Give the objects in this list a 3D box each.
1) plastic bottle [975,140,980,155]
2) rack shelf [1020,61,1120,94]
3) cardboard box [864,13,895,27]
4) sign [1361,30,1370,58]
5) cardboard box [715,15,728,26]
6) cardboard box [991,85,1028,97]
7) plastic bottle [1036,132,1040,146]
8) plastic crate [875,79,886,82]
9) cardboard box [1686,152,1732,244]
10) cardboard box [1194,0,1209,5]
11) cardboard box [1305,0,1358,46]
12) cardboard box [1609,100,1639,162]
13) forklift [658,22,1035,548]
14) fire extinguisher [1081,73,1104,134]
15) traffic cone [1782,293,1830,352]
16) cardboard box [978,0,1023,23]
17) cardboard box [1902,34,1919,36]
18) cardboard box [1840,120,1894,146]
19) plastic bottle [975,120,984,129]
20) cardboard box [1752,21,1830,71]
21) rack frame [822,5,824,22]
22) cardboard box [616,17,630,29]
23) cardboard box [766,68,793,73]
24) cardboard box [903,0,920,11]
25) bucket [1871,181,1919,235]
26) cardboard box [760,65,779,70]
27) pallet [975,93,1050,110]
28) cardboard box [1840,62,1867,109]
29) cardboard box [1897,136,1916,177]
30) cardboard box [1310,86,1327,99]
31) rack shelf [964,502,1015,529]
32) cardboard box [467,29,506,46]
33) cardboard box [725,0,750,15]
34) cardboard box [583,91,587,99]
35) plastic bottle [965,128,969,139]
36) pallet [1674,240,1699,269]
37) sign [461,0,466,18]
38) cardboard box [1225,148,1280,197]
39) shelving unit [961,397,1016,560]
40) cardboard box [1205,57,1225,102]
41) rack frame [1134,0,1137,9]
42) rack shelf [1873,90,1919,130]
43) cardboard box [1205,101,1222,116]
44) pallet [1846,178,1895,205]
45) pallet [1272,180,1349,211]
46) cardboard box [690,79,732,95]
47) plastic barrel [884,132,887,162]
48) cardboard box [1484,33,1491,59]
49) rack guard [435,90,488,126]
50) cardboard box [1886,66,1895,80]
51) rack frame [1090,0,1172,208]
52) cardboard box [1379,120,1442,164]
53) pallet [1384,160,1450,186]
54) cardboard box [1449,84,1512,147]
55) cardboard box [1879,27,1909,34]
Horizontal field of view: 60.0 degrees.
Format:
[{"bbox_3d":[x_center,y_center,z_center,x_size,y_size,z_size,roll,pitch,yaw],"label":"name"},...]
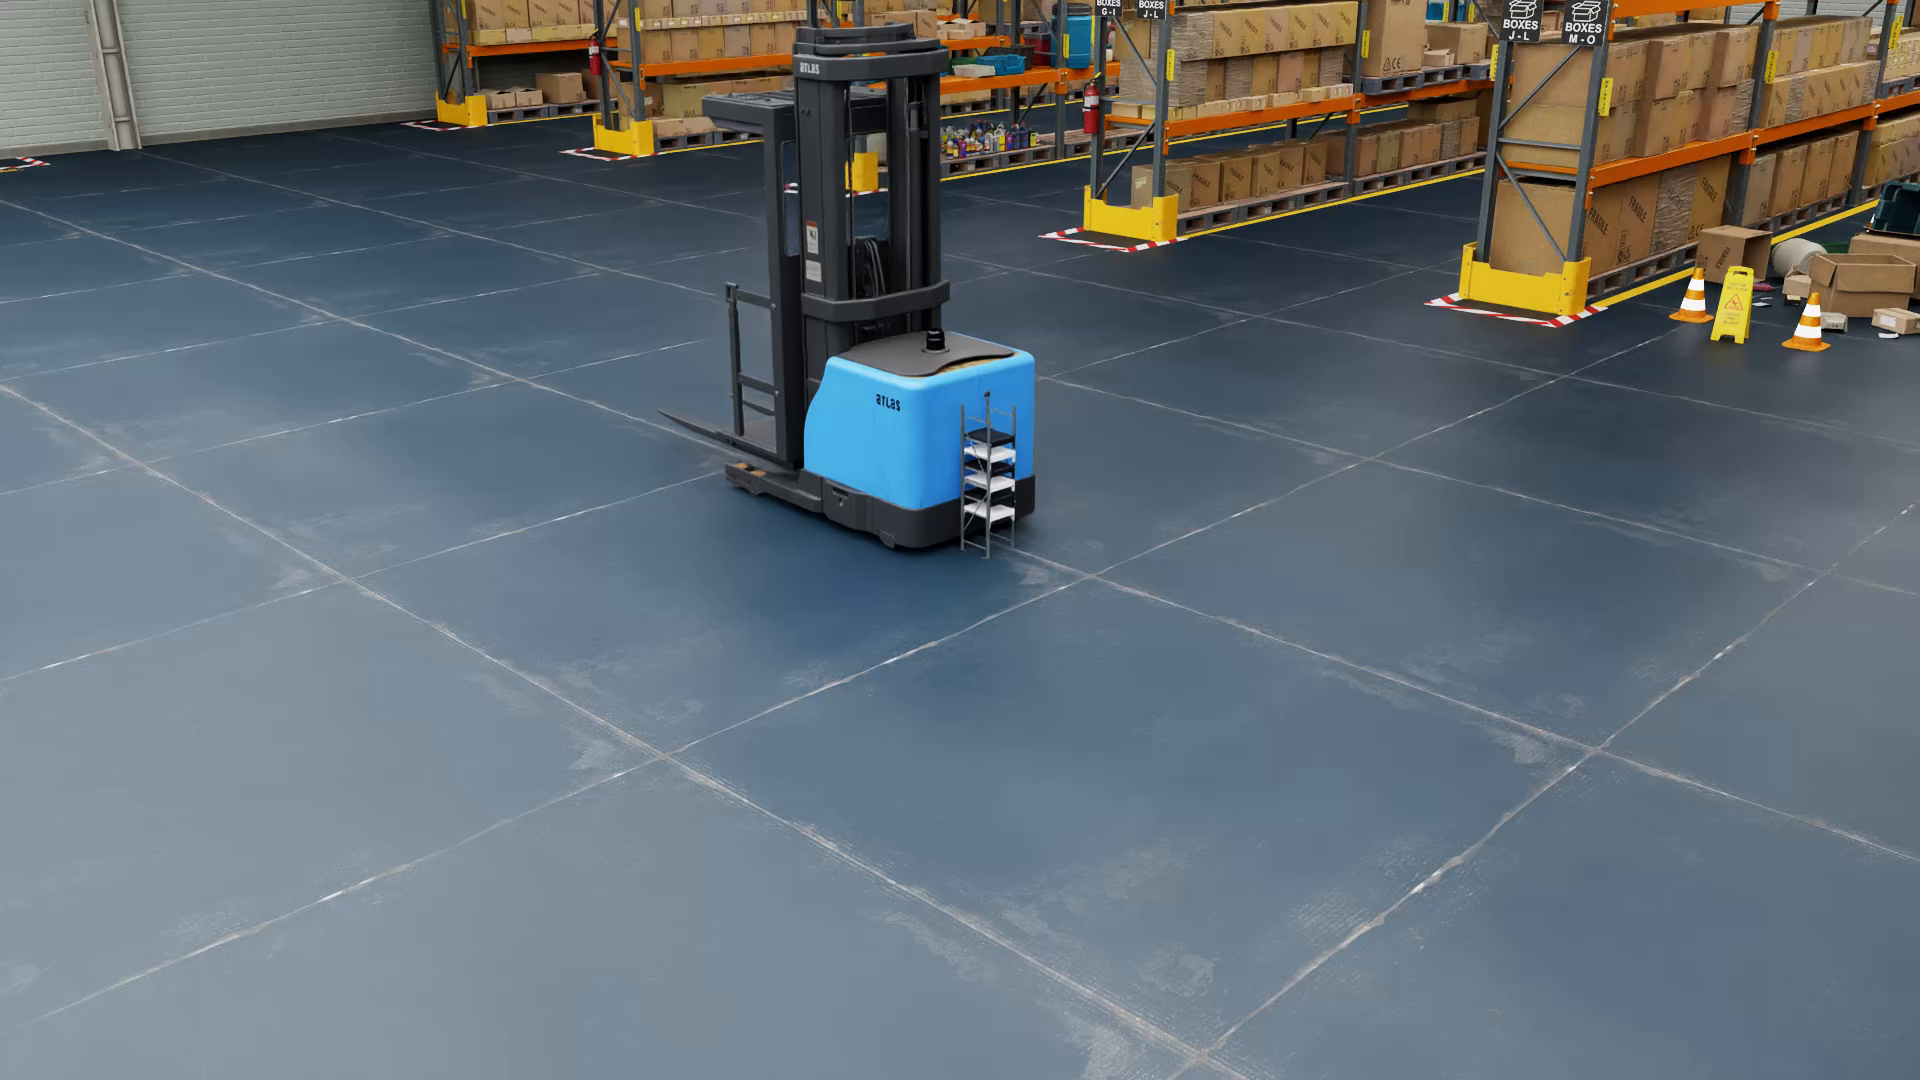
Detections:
[{"bbox_3d":[0.234,-5.612,23.781,0.097,0.201,0.097,0,21,0],"label":"plastic bottle"},{"bbox_3d":[2.554,-7.392,26.127,1.077,0.370,4.000,19,28,41],"label":"rack shelf"},{"bbox_3d":[-1.473,-8.829,28.726,0.500,0.500,0.500,-18,27,-38],"label":"cardboard box"},{"bbox_3d":[5.102,-6.244,20.932,0.100,0.325,0.005,19,28,41],"label":"sign"},{"bbox_3d":[-3.853,-8.154,26.064,0.380,0.149,0.250,19,28,40],"label":"cardboard box"},{"bbox_3d":[0.925,-8.566,31.052,0.500,0.500,0.500,-19,28,-40],"label":"cardboard box"},{"bbox_3d":[1.129,-5.941,24.638,0.097,0.201,0.097,0,21,0],"label":"plastic bottle"},{"bbox_3d":[-1.040,-6.485,22.972,0.499,0.251,0.408,19,28,41],"label":"plastic crate"},{"bbox_3d":[7.702,-3.766,18.069,0.875,0.875,0.875,-20,28,-41],"label":"cardboard box"},{"bbox_3d":[4.803,-11.011,34.403,0.500,0.500,0.500,19,28,40],"label":"cardboard box"},{"bbox_3d":[4.591,-6.441,20.705,0.500,0.500,0.500,19,28,41],"label":"cardboard box"},{"bbox_3d":[5.995,-4.002,16.096,0.875,0.550,0.550,19,28,41],"label":"cardboard box"},{"bbox_3d":[-0.895,-1.765,10.582,1.130,2.935,3.031,-18,27,-39],"label":"forklift"},{"bbox_3d":[1.507,-4.995,18.998,0.296,0.674,0.183,19,28,41],"label":"fire extinguisher"},{"bbox_3d":[7.361,-1.905,14.386,0.336,0.463,0.334,19,28,41],"label":"traffic cone"},{"bbox_3d":[0.761,-9.915,30.965,0.700,0.500,0.500,9,23,23],"label":"cardboard box"},{"bbox_3d":[12.722,-6.632,22.085,0.380,0.149,0.250,18,27,38],"label":"cardboard box"},{"bbox_3d":[11.636,-5.230,21.355,0.500,0.250,0.500,18,27,38],"label":"cardboard box"},{"bbox_3d":[0.298,-6.079,24.787,0.185,0.351,0.144,-19,28,-41],"label":"plastic bottle"},{"bbox_3d":[9.596,-5.741,19.297,0.700,0.500,0.500,19,28,40],"label":"cardboard box"},{"bbox_3d":[-3.149,-10.721,33.787,1.000,3.000,0.127,19,28,41],"label":"rack frame"},{"bbox_3d":[-5.048,-7.921,25.459,0.380,0.149,0.250,19,28,40],"label":"cardboard box"},{"bbox_3d":[-2.935,-7.676,28.066,0.500,0.500,0.500,19,28,41],"label":"cardboard box"},{"bbox_3d":[-1.205,-11.502,35.236,0.500,0.500,0.500,19,28,41],"label":"cardboard box"},{"bbox_3d":[9.748,-3.276,16.861,0.620,0.611,0.726,1,19,-28],"label":"bucket"},{"bbox_3d":[-4.057,-9.458,33.372,0.700,0.500,0.500,19,28,41],"label":"cardboard box"},{"bbox_3d":[0.951,-8.363,31.539,1.003,0.211,1.213,19,28,41],"label":"pallet"},{"bbox_3d":[10.510,-5.470,19.987,0.500,0.500,0.500,19,28,41],"label":"cardboard box"},{"bbox_3d":[12.360,-5.145,22.178,0.500,0.500,0.500,18,28,39],"label":"cardboard box"},{"bbox_3d":[4.370,-5.616,20.856,0.380,0.149,0.250,19,28,41],"label":"cardboard box"},{"bbox_3d":[0.164,-0.159,9.829,0.200,0.077,0.258,-19,28,-40],"label":"rack shelf"},{"bbox_3d":[-8.162,-8.650,28.580,0.500,0.250,0.500,18,28,39],"label":"cardboard box"},{"bbox_3d":[-3.743,-8.604,26.330,0.700,0.500,0.500,19,28,41],"label":"cardboard box"},{"bbox_3d":[-7.069,-8.161,30.488,0.380,0.149,0.250,17,27,36],"label":"cardboard box"},{"bbox_3d":[0.091,-5.946,24.553,0.097,0.271,0.097,0,21,0],"label":"plastic bottle"},{"bbox_3d":[7.604,-3.229,18.181,1.003,0.211,1.213,19,28,41],"label":"pallet"},{"bbox_3d":[-8.341,-8.933,27.928,0.100,0.325,0.005,19,28,41],"label":"sign"},{"bbox_3d":[3.629,-4.582,20.713,0.500,0.500,0.500,16,26,36],"label":"cardboard box"},{"bbox_3d":[0.164,-0.358,9.752,0.210,0.900,0.258,-19,28,-40],"label":"shelving unit"},{"bbox_3d":[2.583,-5.424,19.452,0.875,0.500,0.500,19,28,41],"label":"cardboard box"},{"bbox_3d":[3.193,-10.510,33.239,1.000,3.000,0.127,19,28,41],"label":"rack frame"},{"bbox_3d":[12.376,-5.913,22.280,1.077,0.370,4.000,19,28,41],"label":"rack shelf"},{"bbox_3d":[2.820,-5.031,19.334,0.380,0.149,0.250,19,28,41],"label":"cardboard box"},{"bbox_3d":[11.527,-4.633,21.835,1.003,0.211,1.213,19,28,41],"label":"pallet"},{"bbox_3d":[4.264,-4.491,21.464,1.003,0.211,1.213,19,28,41],"label":"pallet"},{"bbox_3d":[-3.957,-7.031,26.389,0.500,0.500,0.500,19,28,41],"label":"cardboard box"},{"bbox_3d":[-0.878,-5.537,23.182,0.421,0.512,0.421,0,21,0],"label":"plastic barrel"},{"bbox_3d":[7.665,-7.237,24.584,0.500,0.500,0.500,-19,28,-40],"label":"cardboard box"},{"bbox_3d":[-8.677,-7.517,28.936,1.175,0.500,0.348,19,28,41],"label":"rack guard"},{"bbox_3d":[11.625,-5.947,21.130,0.250,0.149,0.380,-18,28,-39],"label":"cardboard box"},{"bbox_3d":[1.917,-4.945,18.760,1.000,3.000,0.127,19,28,41],"label":"rack frame"},{"bbox_3d":[6.277,-5.570,23.256,0.500,0.500,0.700,-17,27,-38],"label":"cardboard box"},{"bbox_3d":[6.101,-5.188,23.277,1.003,0.211,1.213,19,28,41],"label":"pallet"},{"bbox_3d":[7.994,-6.378,24.865,1.225,0.875,0.875,18,27,38],"label":"cardboard box"},{"bbox_3d":[12.977,-7.060,23.197,0.250,0.149,0.380,-19,28,-41],"label":"cardboard box"}]
